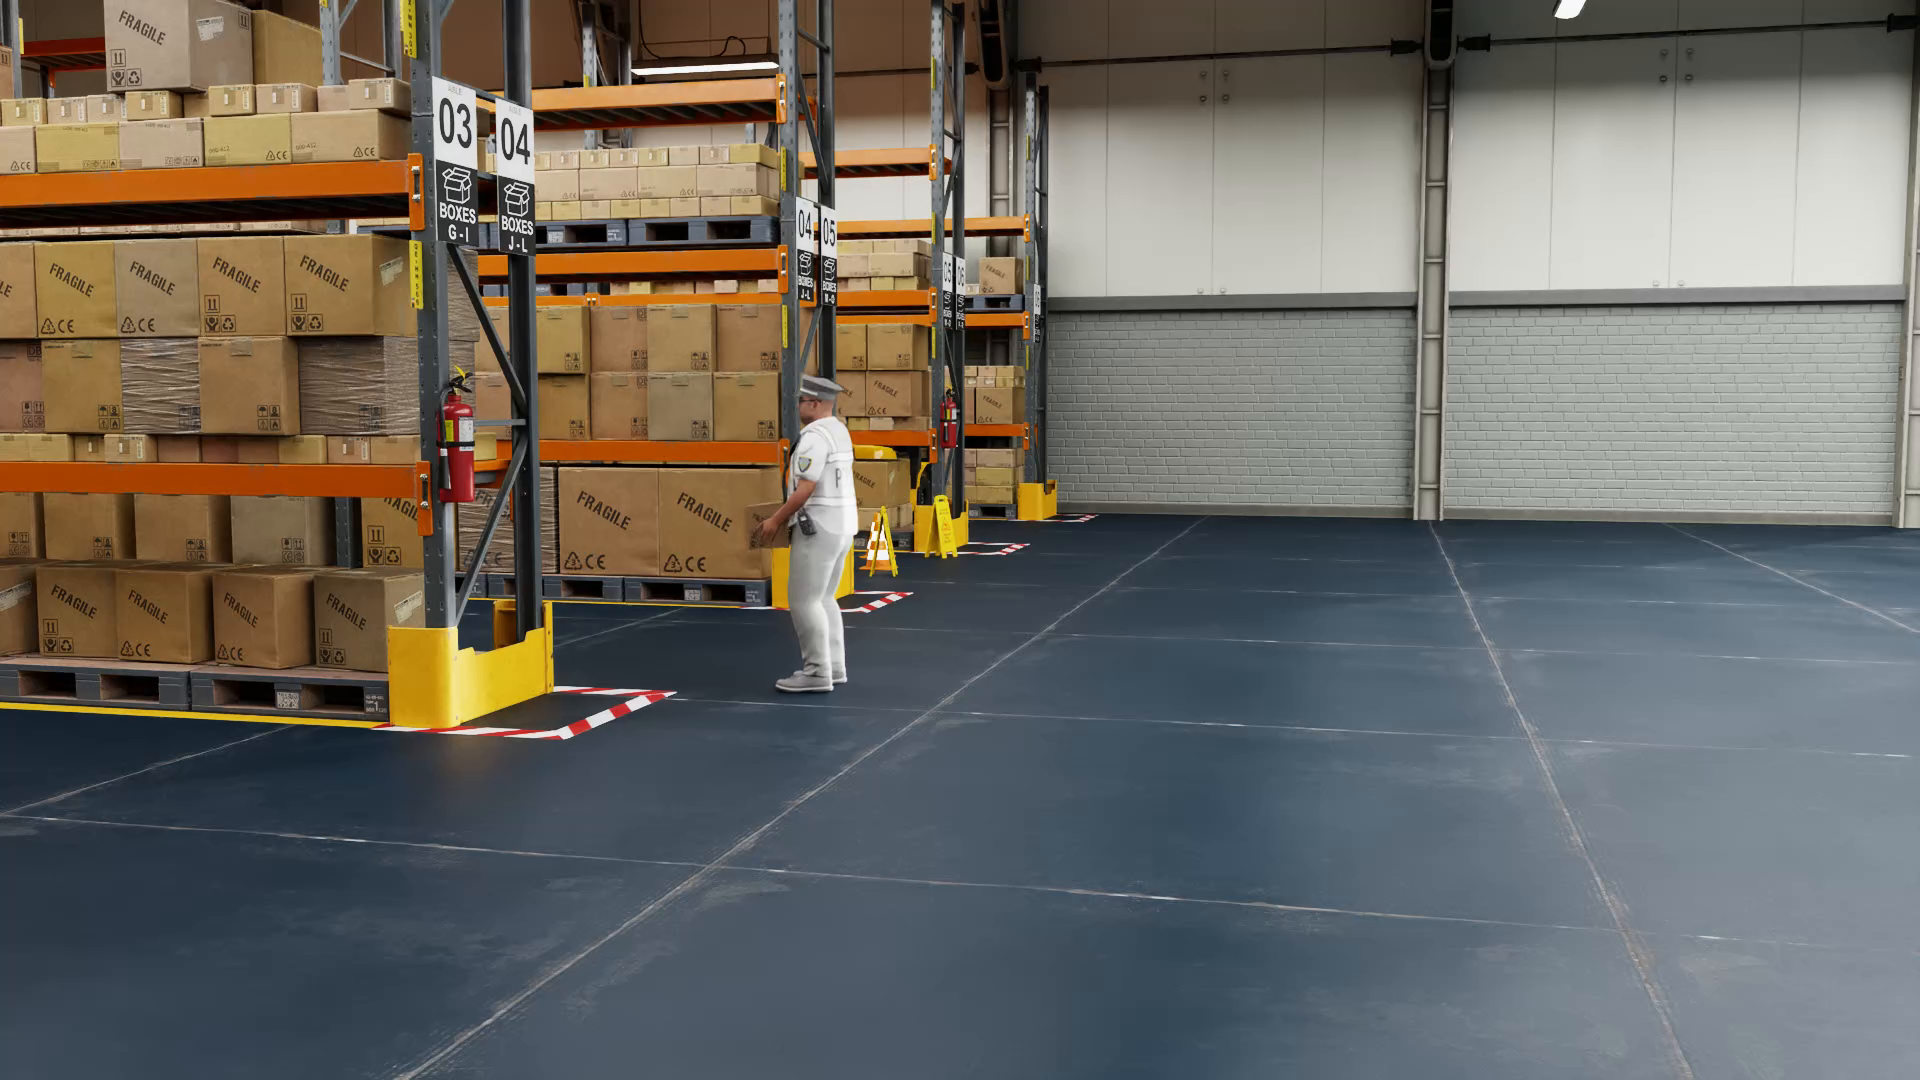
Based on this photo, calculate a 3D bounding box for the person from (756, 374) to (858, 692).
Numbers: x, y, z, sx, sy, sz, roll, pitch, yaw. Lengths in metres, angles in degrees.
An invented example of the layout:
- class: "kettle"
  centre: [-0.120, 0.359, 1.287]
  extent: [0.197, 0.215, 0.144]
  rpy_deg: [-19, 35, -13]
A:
- class: "person"
  centre: [-0.855, -0.046, 9.369]
  extent: [0.525, 1.773, 0.527]
  rpy_deg: [1, 5, 13]
